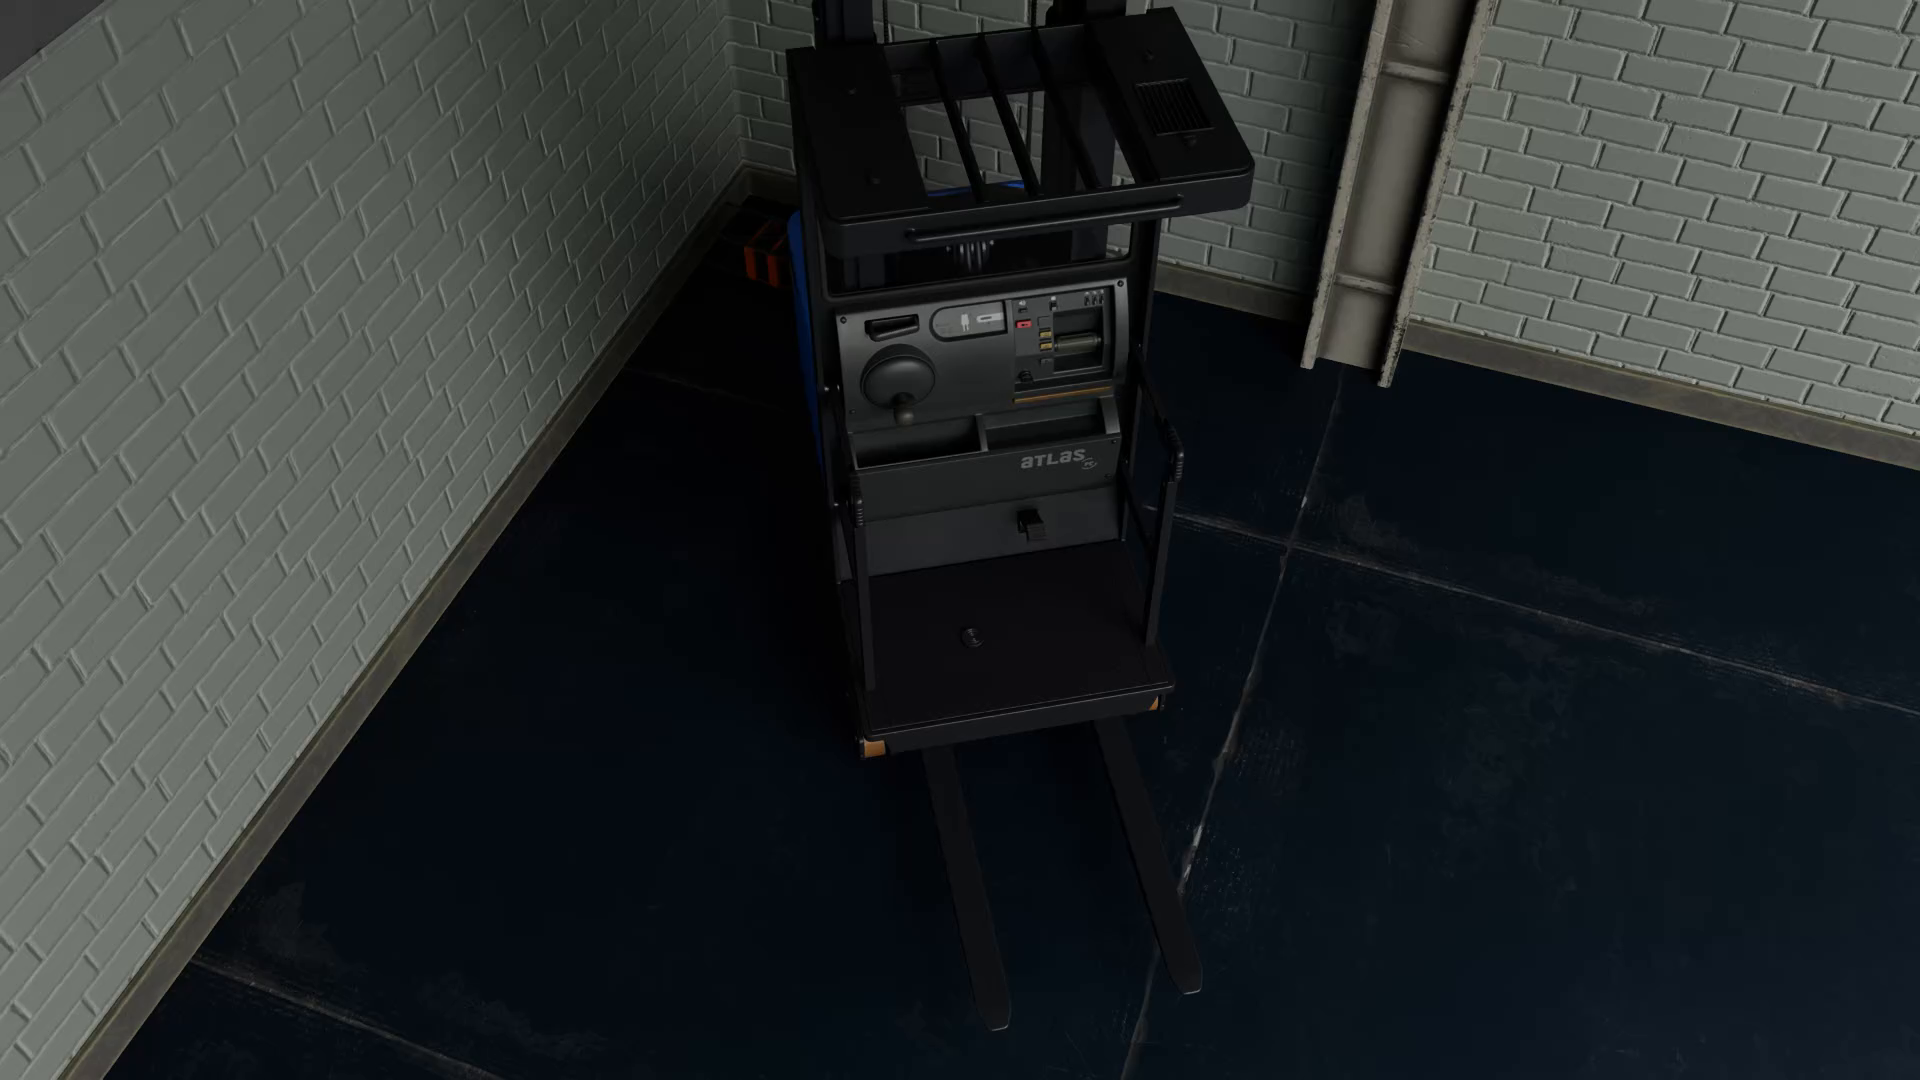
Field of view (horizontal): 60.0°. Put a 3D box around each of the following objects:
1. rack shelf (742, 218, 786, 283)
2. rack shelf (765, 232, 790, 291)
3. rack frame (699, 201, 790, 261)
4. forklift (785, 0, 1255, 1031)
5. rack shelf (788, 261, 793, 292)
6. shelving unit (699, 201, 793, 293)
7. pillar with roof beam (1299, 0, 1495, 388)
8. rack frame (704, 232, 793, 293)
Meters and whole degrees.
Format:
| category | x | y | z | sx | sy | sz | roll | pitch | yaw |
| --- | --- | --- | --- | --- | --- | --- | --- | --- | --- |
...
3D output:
| category | x | y | z | sx | sy | sz | roll | pitch | yaw |
| --- | --- | --- | --- | --- | --- | --- | --- | --- | --- |
| rack shelf | -0.885 | -1.338 | 7.649 | 0.103 | 0.180 | 0.258 | 21 | 52 | 17 |
| rack shelf | -0.778 | -1.298 | 7.613 | 0.103 | 0.180 | 0.258 | 21 | 52 | 17 |
| rack frame | -0.604 | -1.292 | 7.486 | 1.200 | 0.006 | 0.240 | 21 | 52 | 17 |
| forklift | 0.121 | -0.498 | 5.109 | 1.130 | 2.935 | 3.031 | -9 | 50 | -7 |
| rack shelf | -0.671 | -1.257 | 7.577 | 0.103 | 0.180 | 0.258 | 21 | 52 | 17 |
| shelving unit | -0.603 | -1.232 | 7.555 | 1.200 | 0.189 | 0.258 | 21 | 52 | 17 |
| pillar with roof beam | 0.230 | -0.713 | 1.279 | 0.400 | 9.000 | 9.100 | 16 | 51 | 13 |
| rack frame | -0.603 | -1.172 | 7.624 | 1.200 | 0.006 | 0.240 | 21 | 52 | 17 |
